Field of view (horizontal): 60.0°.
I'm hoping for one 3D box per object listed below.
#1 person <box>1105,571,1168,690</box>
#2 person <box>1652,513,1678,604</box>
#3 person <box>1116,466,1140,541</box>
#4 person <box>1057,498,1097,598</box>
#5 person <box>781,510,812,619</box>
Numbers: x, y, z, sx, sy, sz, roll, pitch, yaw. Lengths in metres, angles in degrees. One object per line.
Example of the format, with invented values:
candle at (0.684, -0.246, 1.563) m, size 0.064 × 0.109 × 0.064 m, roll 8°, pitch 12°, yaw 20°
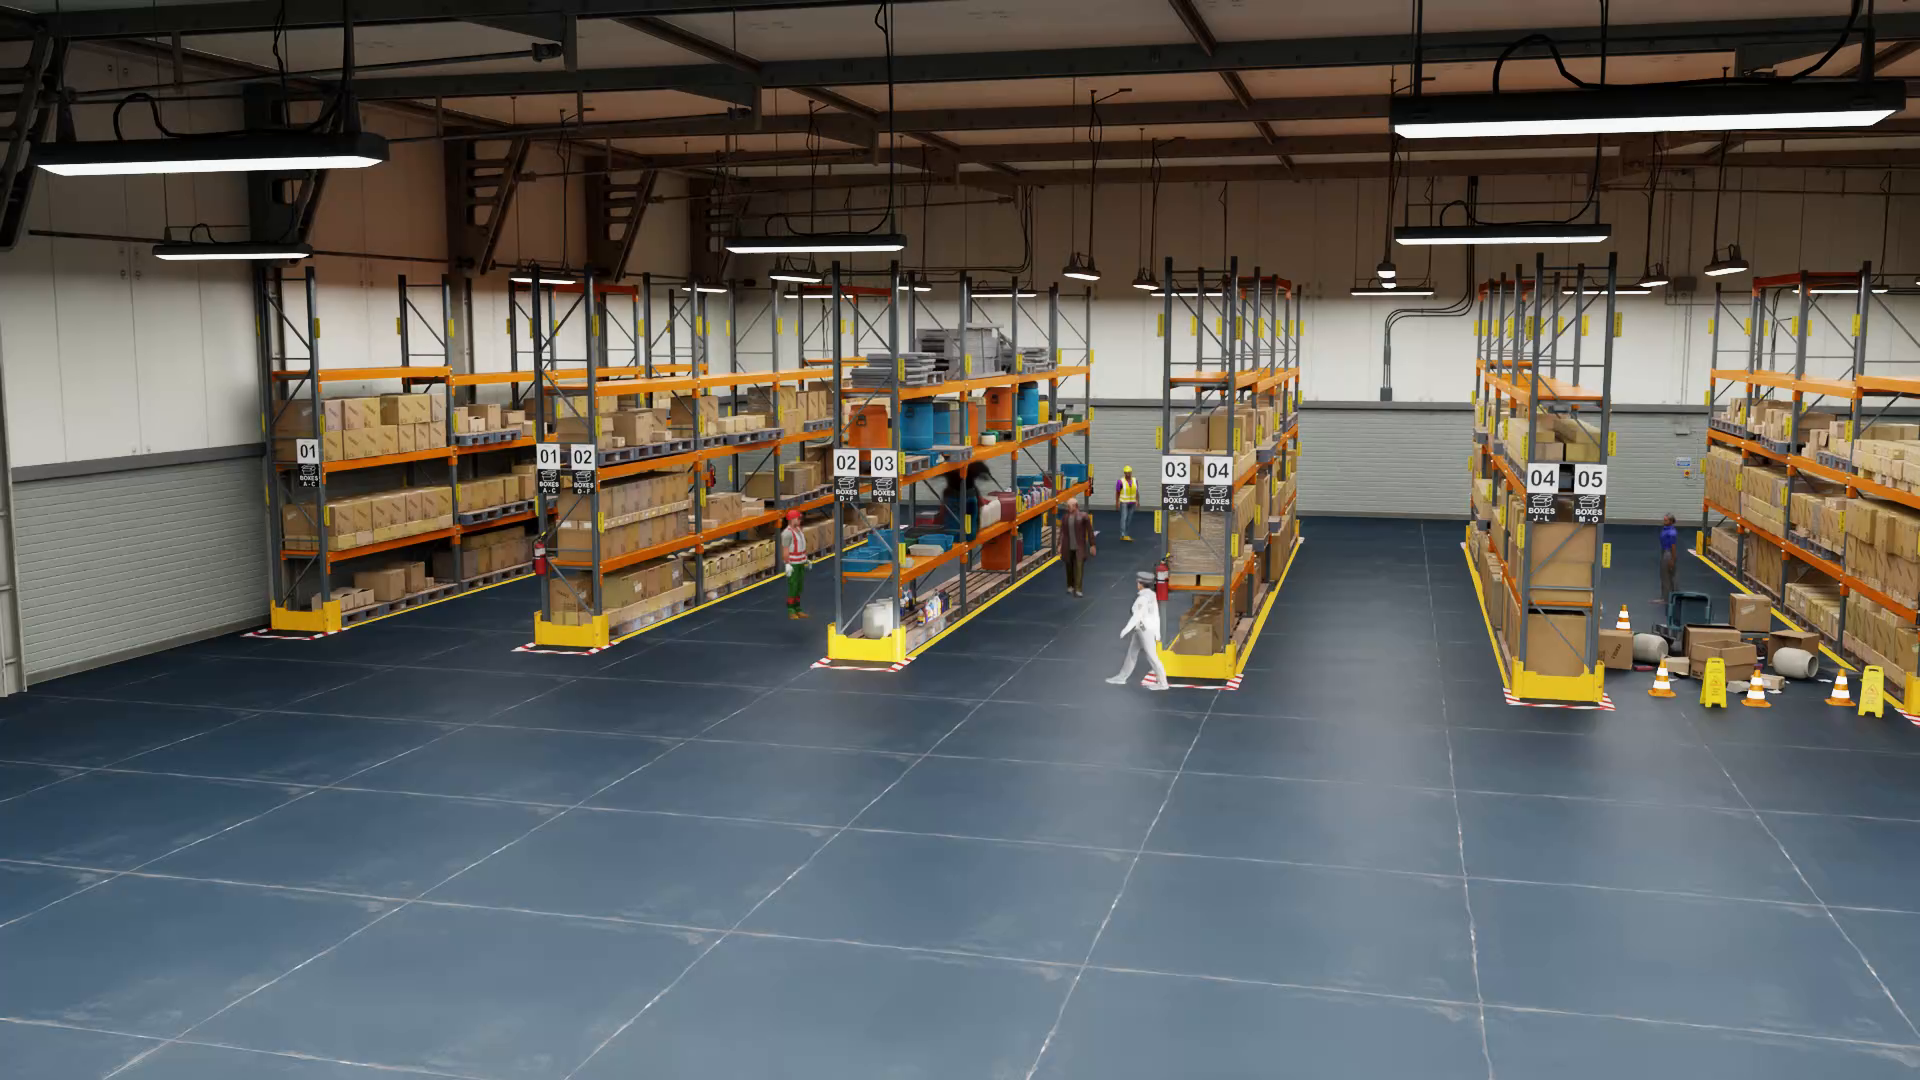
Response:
person at (2.450, 1.255, 23.057) m, size 0.872 × 1.643 × 0.520 m, roll 1°, pitch 7°, yaw 8°
person at (12.941, 0.340, 30.384) m, size 0.435 × 1.662 × 0.471 m, roll 5°, pitch 9°, yaw 33°
person at (4.011, -0.879, 39.508) m, size 0.596 × 1.768 × 0.556 m, roll -4°, pitch 8°, yaw -28°
person at (2.047, 0.129, 29.248) m, size 0.702 × 1.730 × 1.062 m, roll 1°, pitch 7°, yaw 7°
person at (-2.684, 0.395, 27.101) m, size 0.372 × 1.796 × 0.573 m, roll 4°, pitch 8°, yaw 27°
